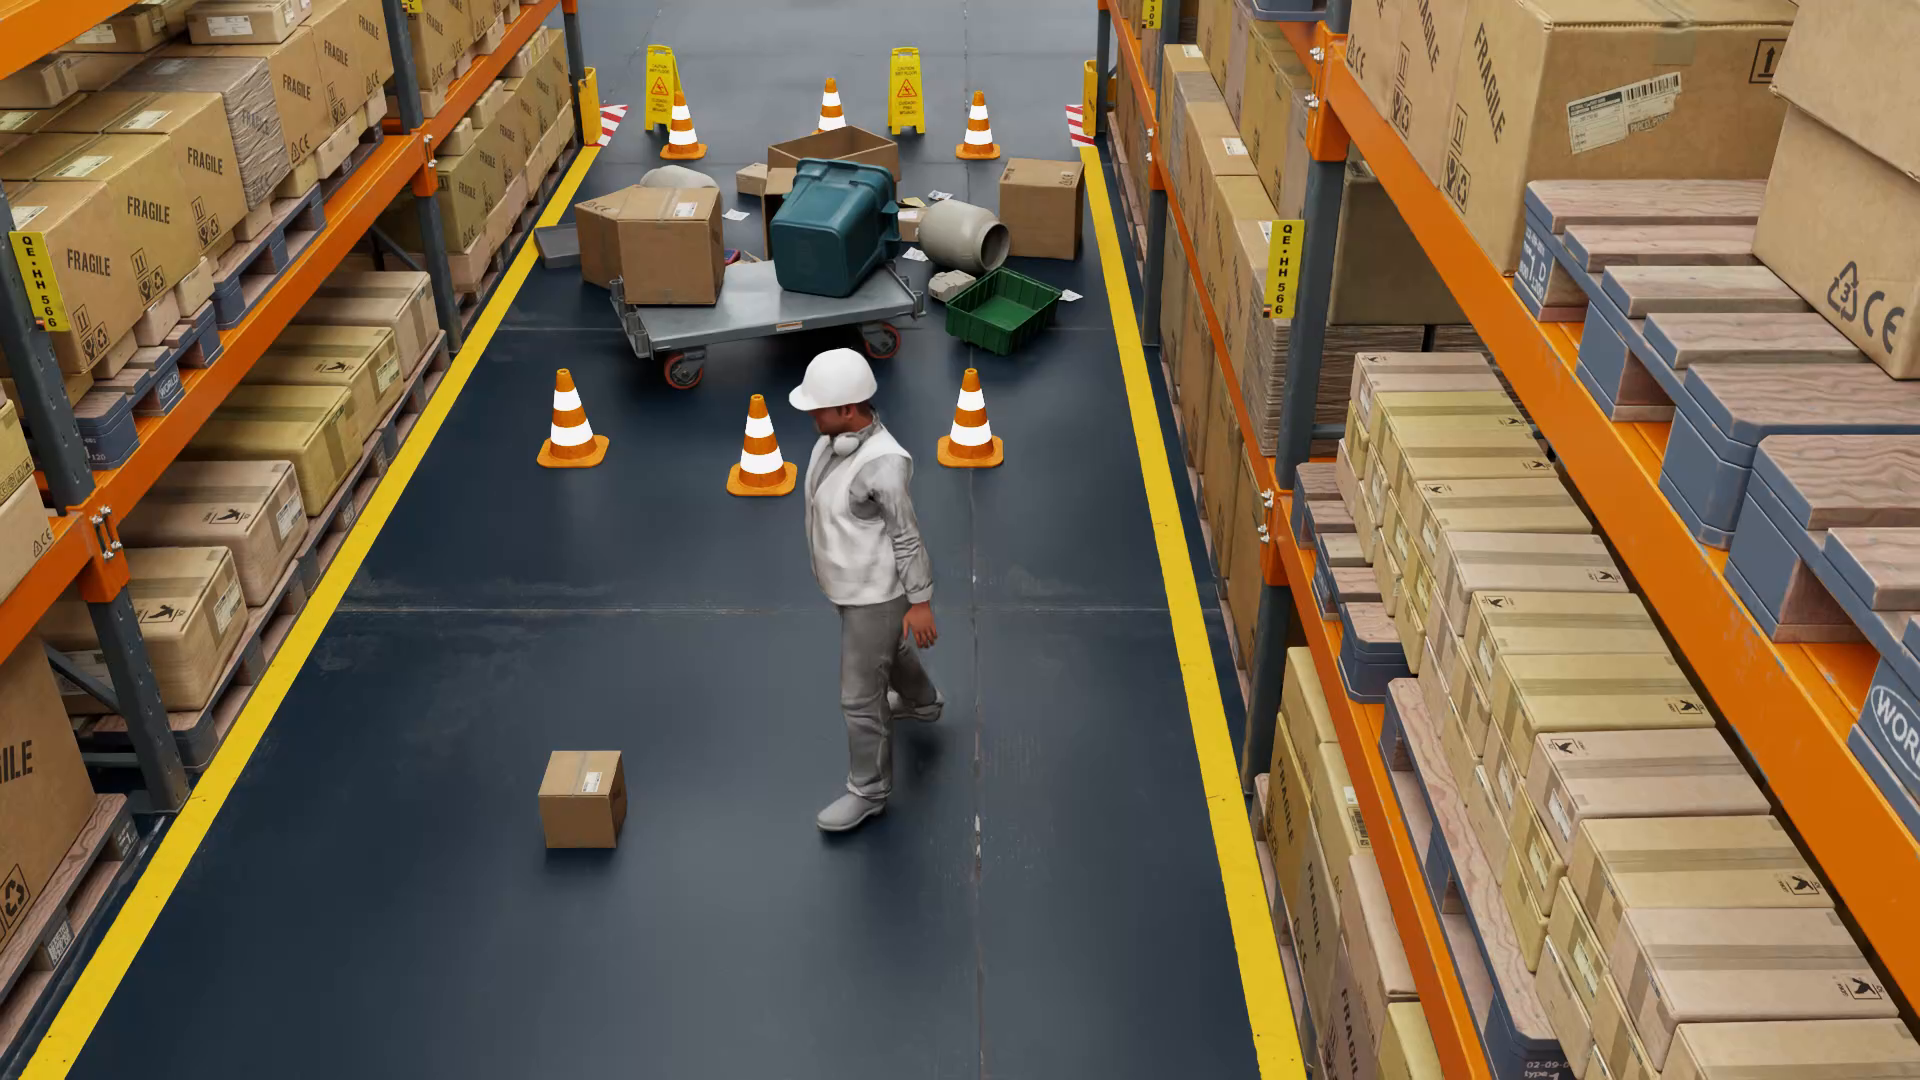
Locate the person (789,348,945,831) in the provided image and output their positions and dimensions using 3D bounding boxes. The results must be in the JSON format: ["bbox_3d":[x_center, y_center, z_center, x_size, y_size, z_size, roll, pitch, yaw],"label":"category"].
[{"bbox_3d":[-0.321,0.117,5.924,0.676,1.759,0.673,-13,34,-20],"label":"person"}]
